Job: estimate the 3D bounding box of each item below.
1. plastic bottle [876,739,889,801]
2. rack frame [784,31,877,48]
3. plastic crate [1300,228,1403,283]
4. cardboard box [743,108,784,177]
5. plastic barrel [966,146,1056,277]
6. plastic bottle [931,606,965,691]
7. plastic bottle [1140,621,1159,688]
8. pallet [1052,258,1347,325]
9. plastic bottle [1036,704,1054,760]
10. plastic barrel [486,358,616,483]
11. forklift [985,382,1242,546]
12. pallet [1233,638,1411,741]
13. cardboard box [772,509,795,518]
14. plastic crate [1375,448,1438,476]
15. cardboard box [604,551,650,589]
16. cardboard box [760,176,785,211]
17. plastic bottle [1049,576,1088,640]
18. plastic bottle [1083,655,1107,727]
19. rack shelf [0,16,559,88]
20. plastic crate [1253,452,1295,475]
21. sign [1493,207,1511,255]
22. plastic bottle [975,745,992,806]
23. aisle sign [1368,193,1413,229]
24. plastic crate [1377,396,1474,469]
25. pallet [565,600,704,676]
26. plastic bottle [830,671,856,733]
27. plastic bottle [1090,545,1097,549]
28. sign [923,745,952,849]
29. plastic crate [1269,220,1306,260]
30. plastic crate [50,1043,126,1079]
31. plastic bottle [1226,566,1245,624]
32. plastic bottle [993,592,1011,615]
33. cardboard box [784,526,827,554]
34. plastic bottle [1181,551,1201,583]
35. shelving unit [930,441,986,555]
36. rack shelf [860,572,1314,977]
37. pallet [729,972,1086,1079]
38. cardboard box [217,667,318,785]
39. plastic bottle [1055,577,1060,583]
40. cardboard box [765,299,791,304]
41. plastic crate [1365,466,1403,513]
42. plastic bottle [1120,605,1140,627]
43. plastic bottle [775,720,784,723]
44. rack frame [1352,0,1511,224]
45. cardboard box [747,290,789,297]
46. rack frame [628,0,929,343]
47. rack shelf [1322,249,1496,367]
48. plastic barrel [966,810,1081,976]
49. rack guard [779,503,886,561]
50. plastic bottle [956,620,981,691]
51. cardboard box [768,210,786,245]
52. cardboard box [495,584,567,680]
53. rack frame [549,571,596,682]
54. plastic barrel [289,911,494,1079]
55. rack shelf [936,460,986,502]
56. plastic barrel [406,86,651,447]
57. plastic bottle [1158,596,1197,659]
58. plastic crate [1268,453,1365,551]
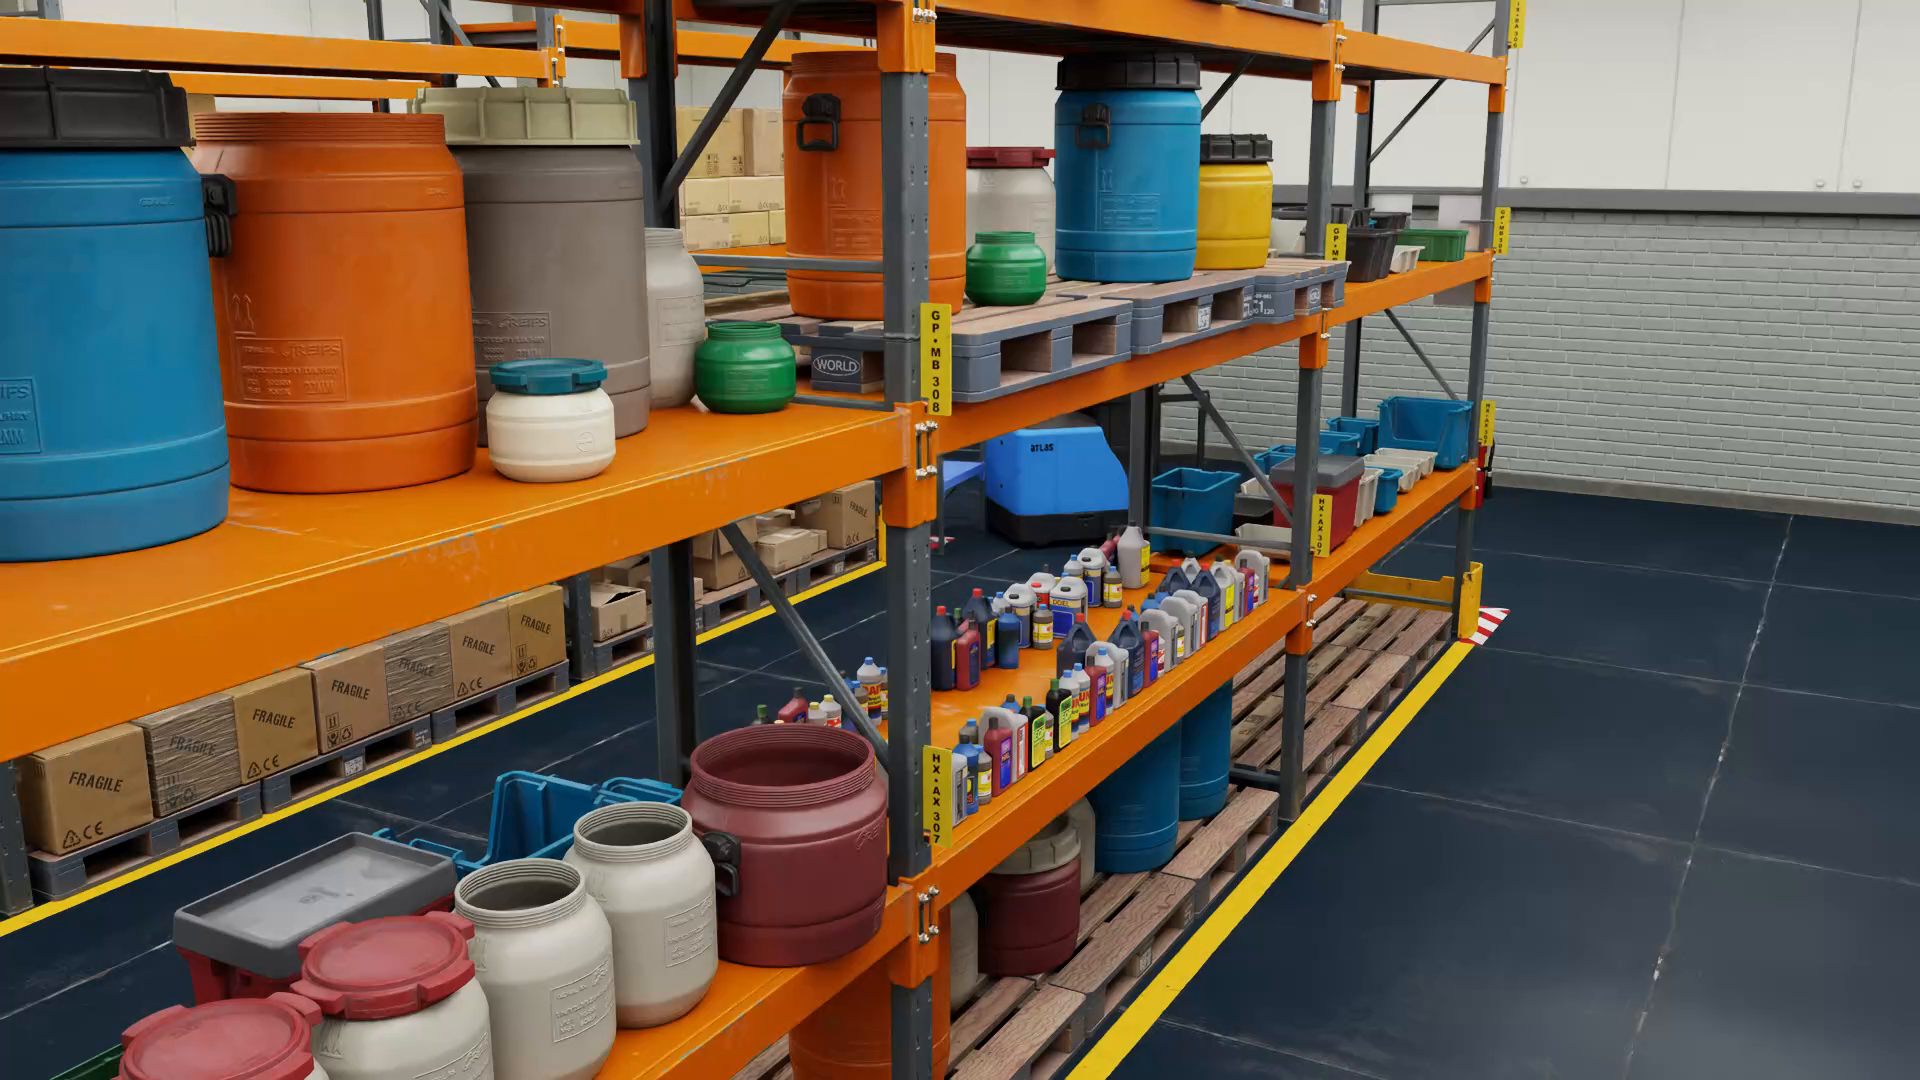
[{"bbox_3d":[-0.196,0.810,5.754,0.152,0.276,0.135,7,15,28],"label":"plastic bottle"},{"bbox_3d":[-1.022,-4.300,13.887,1.000,3.000,0.127,7,15,28],"label":"rack frame"},{"bbox_3d":[2.219,-1.620,9.447,0.497,0.269,0.590,7,15,28],"label":"plastic crate"},{"bbox_3d":[-1.720,-3.062,12.803,0.700,0.500,0.500,7,15,28],"label":"cardboard box"},{"bbox_3d":[0.170,-1.290,6.614,0.433,0.535,0.433,0,14,0],"label":"plastic barrel"},{"bbox_3d":[-0.067,0.450,7.090,0.144,0.351,0.185,7,15,28],"label":"plastic bottle"},{"bbox_3d":[0.801,0.479,7.111,0.061,0.283,0.133,7,15,28],"label":"plastic bottle"},{"bbox_3d":[1.085,-1.196,7.813,1.213,0.211,1.003,7,15,28],"label":"pallet"},{"bbox_3d":[0.305,0.721,6.284,0.097,0.201,0.097,0,14,0],"label":"plastic bottle"},{"bbox_3d":[-0.966,-0.284,3.924,0.301,0.262,0.301,0,14,0],"label":"plastic barrel"},{"bbox_3d":[1.803,-1.550,15.427,3.031,2.935,1.130,-4,14,-17],"label":"forklift"},{"bbox_3d":[2.289,0.948,10.868,1.003,0.211,1.213,7,15,28],"label":"pallet"},{"bbox_3d":[-1.525,-0.165,14.678,0.380,0.149,0.250,7,15,28],"label":"cardboard box"},{"bbox_3d":[3.076,-0.535,11.504,0.396,0.136,0.243,7,15,28],"label":"plastic crate"},{"bbox_3d":[-2.566,0.227,12.706,0.500,0.311,0.500,7,15,28],"label":"cardboard box"},{"bbox_3d":[-1.534,-2.673,12.791,0.500,0.250,0.500,7,15,28],"label":"cardboard box"},{"bbox_3d":[0.507,0.318,7.795,0.152,0.276,0.135,7,15,28],"label":"plastic bottle"},{"bbox_3d":[0.535,0.592,6.643,0.061,0.283,0.133,7,15,28],"label":"plastic bottle"},{"bbox_3d":[-3.923,-2.525,8.912,1.077,0.370,4.000,7,15,28],"label":"rack shelf"},{"bbox_3d":[2.123,-0.425,10.841,0.416,0.233,0.300,7,15,28],"label":"plastic crate"},{"bbox_3d":[3.802,-2.170,11.675,0.100,0.325,0.005,7,15,28],"label":"sign"},{"bbox_3d":[0.064,0.823,5.859,0.097,0.201,0.097,0,14,0],"label":"plastic bottle"},{"bbox_3d":[3.087,-2.134,12.155,0.394,0.787,0.004,7,15,28],"label":"aisle sign"},{"bbox_3d":[3.314,-0.778,11.875,0.616,0.435,0.499,7,15,28],"label":"plastic crate"},{"bbox_3d":[-2.623,0.652,12.097,1.003,0.211,1.213,7,15,28],"label":"pallet"},{"bbox_3d":[-0.456,0.642,6.463,0.097,0.271,0.097,0,14,0],"label":"plastic bottle"},{"bbox_3d":[0.676,0.161,8.456,0.097,0.271,0.097,0,14,0],"label":"plastic bottle"},{"bbox_3d":[-0.070,0.801,5.180,0.100,0.325,0.005,7,15,28],"label":"sign"},{"bbox_3d":[1.971,-1.803,10.181,0.437,0.282,0.530,7,15,28],"label":"plastic crate"},{"bbox_3d":[-1.894,1.354,3.687,0.450,0.188,0.662,7,15,28],"label":"plastic crate"},{"bbox_3d":[1.294,0.251,8.072,0.152,0.276,0.135,7,15,28],"label":"plastic bottle"},{"bbox_3d":[0.181,0.371,7.584,0.097,0.271,0.097,0,14,0],"label":"plastic bottle"},{"bbox_3d":[-1.344,-0.008,13.990,0.380,0.166,0.250,7,15,28],"label":"cardboard box"},{"bbox_3d":[1.094,0.232,7.993,0.144,0.351,0.185,7,15,28],"label":"plastic bottle"},{"bbox_3d":[-0.195,-0.728,15.054,0.538,1.500,1.048,5,14,21],"label":"shelving unit"},{"bbox_3d":[0.412,0.759,7.238,1.077,0.370,4.000,7,15,28],"label":"rack shelf"},{"bbox_3d":[-0.211,2.008,6.469,1.003,0.211,1.213,7,15,28],"label":"pallet"},{"bbox_3d":[-3.924,0.987,9.149,0.500,0.500,0.500,7,15,27],"label":"cardboard box"},{"bbox_3d":[0.470,0.283,8.101,0.097,0.201,0.097,0,14,0],"label":"plastic bottle"},{"bbox_3d":[-1.240,-1.692,13.523,0.500,0.500,0.500,8,16,30],"label":"cardboard box"},{"bbox_3d":[2.544,-0.319,10.404,0.416,0.233,0.300,7,15,28],"label":"plastic crate"},{"bbox_3d":[0.755,0.422,7.374,0.097,0.271,0.097,0,14,0],"label":"plastic bottle"},{"bbox_3d":[-0.661,0.763,6.109,0.097,0.201,0.097,0,14,0],"label":"plastic bottle"},{"bbox_3d":[3.312,-3.738,11.556,1.000,3.000,0.127,7,15,28],"label":"rack frame"},{"bbox_3d":[-1.468,-1.857,14.208,0.500,0.500,0.500,8,16,30],"label":"cardboard box"},{"bbox_3d":[-0.555,-2.097,4.748,1.000,3.000,0.127,7,15,28],"label":"rack frame"},{"bbox_3d":[2.345,-1.520,10.290,1.077,0.370,4.000,7,15,28],"label":"rack shelf"},{"bbox_3d":[0.212,1.454,7.070,0.600,0.588,0.708,7,15,28],"label":"plastic barrel"},{"bbox_3d":[-1.059,-0.153,14.819,1.175,0.500,0.348,7,15,28],"label":"rack guard"},{"bbox_3d":[0.035,0.489,7.072,0.061,0.283,0.133,7,15,28],"label":"plastic bottle"},{"bbox_3d":[-1.521,-2.429,12.843,0.500,0.250,0.500,7,15,28],"label":"cardboard box"},{"bbox_3d":[-2.944,0.572,10.873,0.500,0.500,0.500,7,15,28],"label":"cardboard box"},{"bbox_3d":[-2.956,-0.563,11.186,1.000,3.000,0.127,7,15,28],"label":"rack frame"},{"bbox_3d":[-1.271,1.163,3.735,0.433,0.535,0.433,0,14,0],"label":"plastic barrel"},{"bbox_3d":[-0.192,-0.553,15.096,0.538,0.185,1.000,5,14,21],"label":"rack shelf"},{"bbox_3d":[-1.142,-0.739,4.444,0.600,0.901,0.600,0,14,0],"label":"plastic barrel"},{"bbox_3d":[0.985,0.383,7.528,0.152,0.276,0.135,7,15,28],"label":"plastic bottle"},{"bbox_3d":[2.030,-0.216,9.483,0.402,0.464,0.583,7,15,28],"label":"plastic crate"}]
